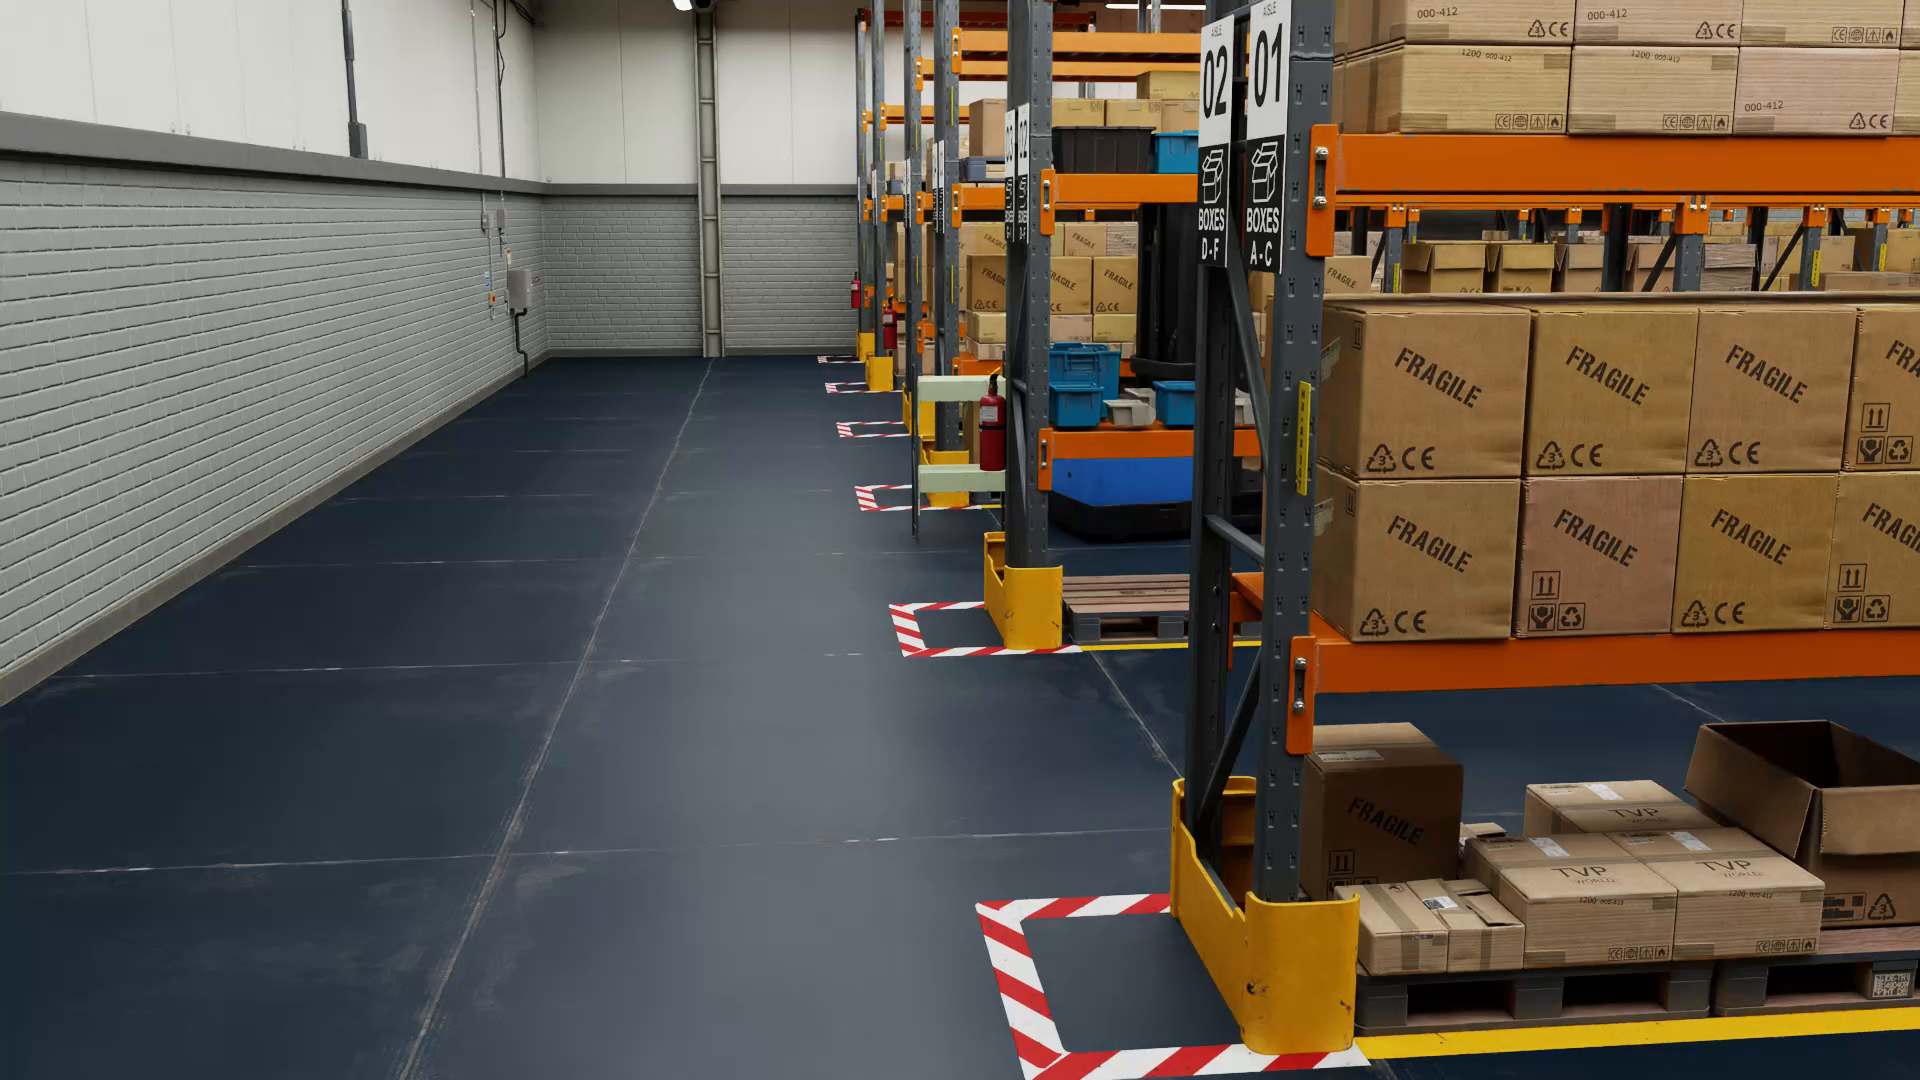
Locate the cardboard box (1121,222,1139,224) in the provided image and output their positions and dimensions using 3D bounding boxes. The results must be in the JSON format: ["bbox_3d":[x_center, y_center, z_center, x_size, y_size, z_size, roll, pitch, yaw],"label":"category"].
[{"bbox_3d":[2.511,-4.651,24.715,0.250,0.149,0.380,-1,11,-7],"label":"cardboard box"}]

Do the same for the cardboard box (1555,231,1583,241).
[{"bbox_3d":[9.347,-4.666,25.526,0.250,0.149,0.380,-2,11,-9],"label":"cardboard box"}]

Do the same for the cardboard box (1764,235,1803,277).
[{"bbox_3d":[10.367,-3.597,21.035,0.500,0.500,0.700,-1,11,-7],"label":"cardboard box"}]

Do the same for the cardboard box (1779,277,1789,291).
[{"bbox_3d":[10.379,-3.056,20.877,0.500,0.500,0.500,-1,11,-7],"label":"cardboard box"}]

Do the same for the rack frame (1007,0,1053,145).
[{"bbox_3d":[0.411,-3.870,9.725,0.127,3.000,1.000,-1,11,-6],"label":"rack frame"}]

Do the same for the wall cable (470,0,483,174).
[{"bbox_3d":[-6.819,-6.548,23.346,0.029,3.000,0.463,-1,11,-6],"label":"wall cable"}]

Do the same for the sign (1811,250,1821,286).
[{"bbox_3d":[7.893,-2.505,15.331,0.005,0.325,0.100,-1,11,-6],"label":"sign"}]

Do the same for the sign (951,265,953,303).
[{"bbox_3d":[-0.070,-2.233,14.502,0.005,0.325,0.100,-1,11,-6],"label":"sign"}]

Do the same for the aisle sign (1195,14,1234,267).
[{"bbox_3d":[0.841,-1.309,5.513,0.004,0.787,0.394,-1,11,-6],"label":"aisle sign"}]

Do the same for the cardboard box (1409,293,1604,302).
[{"bbox_3d":[1.857,-0.589,5.735,0.500,0.500,0.500,-1,11,-5],"label":"cardboard box"}]

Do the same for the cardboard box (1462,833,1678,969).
[{"bbox_3d":[2.010,1.190,5.528,0.500,0.250,0.500,-1,11,-6],"label":"cardboard box"}]

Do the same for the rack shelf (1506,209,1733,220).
[{"bbox_3d":[12.184,-6.139,30.908,4.000,0.370,1.077,-1,11,-6],"label":"rack shelf"}]

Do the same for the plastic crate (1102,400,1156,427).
[{"bbox_3d":[1.020,-0.759,9.982,0.298,0.136,0.250,-1,11,-6],"label":"plastic crate"}]

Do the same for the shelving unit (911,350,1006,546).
[{"bbox_3d":[0.007,-0.736,13.224,0.755,1.500,0.431,-1,11,-6],"label":"shelving unit"}]

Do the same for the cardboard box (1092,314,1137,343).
[{"bbox_3d":[1.398,-1.929,15.020,0.500,0.250,0.500,-2,11,-8],"label":"cardboard box"}]

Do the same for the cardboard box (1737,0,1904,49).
[{"bbox_3d":[2.475,-1.601,5.055,0.500,0.250,0.500,-1,11,-6],"label":"cardboard box"}]

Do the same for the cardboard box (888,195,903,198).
[{"bbox_3d":[-1.134,-6.050,29.239,0.250,0.149,0.380,-1,11,-5],"label":"cardboard box"}]

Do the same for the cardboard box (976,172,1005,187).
[{"bbox_3d":[0.439,-4.198,19.560,0.500,0.250,0.500,-1,11,-4],"label":"cardboard box"}]

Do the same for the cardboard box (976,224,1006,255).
[{"bbox_3d":[0.417,-3.485,19.698,0.500,0.500,0.500,-1,11,-4],"label":"cardboard box"}]

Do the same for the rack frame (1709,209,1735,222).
[{"bbox_3d":[14.173,-5.062,31.340,0.127,3.000,1.000,-1,11,-6],"label":"rack frame"}]

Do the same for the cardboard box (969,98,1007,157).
[{"bbox_3d":[0.387,-3.673,14.894,0.500,0.500,0.700,-2,11,-10],"label":"cardboard box"}]

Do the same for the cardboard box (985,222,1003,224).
[{"bbox_3d":[0.480,-4.613,24.525,0.250,0.149,0.380,-1,11,-6],"label":"cardboard box"}]

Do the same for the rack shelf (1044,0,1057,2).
[{"bbox_3d":[2.399,-3.362,10.045,4.000,0.370,1.077,-1,11,-6],"label":"rack shelf"}]

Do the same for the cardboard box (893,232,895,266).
[{"bbox_3d":[-0.741,-4.372,24.980,0.500,0.500,0.500,-1,11,-4],"label":"cardboard box"}]

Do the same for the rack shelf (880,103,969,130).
[{"bbox_3d":[0.794,-6.213,24.544,4.000,0.370,1.077,-1,11,-6],"label":"rack shelf"}]

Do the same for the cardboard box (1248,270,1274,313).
[{"bbox_3d":[2.926,-2.329,15.114,0.500,0.500,0.500,-1,11,-5],"label":"cardboard box"}]

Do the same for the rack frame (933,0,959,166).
[{"bbox_3d":[-0.124,-4.820,14.557,0.127,3.000,1.000,-1,11,-6],"label":"rack frame"}]

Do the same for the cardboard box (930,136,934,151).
[{"bbox_3d":[-0.212,-4.632,19.435,0.250,0.149,0.380,-1,11,-7],"label":"cardboard box"}]

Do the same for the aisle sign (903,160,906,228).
[{"bbox_3d":[-0.664,-4.161,20.019,0.004,0.787,0.394,-1,11,-6],"label":"aisle sign"}]

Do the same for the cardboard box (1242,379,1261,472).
[{"bbox_3d":[2.293,-1.106,15.637,0.875,0.875,0.875,-1,11,-6],"label":"cardboard box"}]

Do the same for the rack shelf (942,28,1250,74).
[{"bbox_3d":[1.864,-4.312,14.877,4.000,0.370,1.077,-1,11,-6],"label":"rack shelf"}]

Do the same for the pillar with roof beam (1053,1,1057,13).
[{"bbox_3d":[1.918,-7.088,26.095,0.548,9.000,9.100,-1,11,-6],"label":"pillar with roof beam"}]

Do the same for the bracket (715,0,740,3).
[{"bbox_3d":[-4.061,-9.496,29.009,0.430,0.232,0.235,-1,11,-6],"label":"bracket"}]

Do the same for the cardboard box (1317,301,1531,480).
[{"bbox_3d":[1.412,-0.475,5.156,0.500,0.500,0.500,-1,11,-4],"label":"cardboard box"}]

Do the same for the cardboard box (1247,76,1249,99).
[{"bbox_3d":[2.917,-4.085,15.045,0.500,0.250,0.500,-2,11,-10],"label":"cardboard box"}]

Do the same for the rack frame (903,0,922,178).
[{"bbox_3d":[-0.559,-5.773,19.406,0.127,3.000,1.000,-1,11,-6],"label":"rack frame"}]

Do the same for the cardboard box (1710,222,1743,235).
[{"bbox_3d":[11.707,-4.686,25.807,0.500,0.500,0.700,-1,11,-6],"label":"cardboard box"}]

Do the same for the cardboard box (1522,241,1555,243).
[{"bbox_3d":[8.774,-4.343,25.564,0.500,0.500,0.500,-2,11,-8],"label":"cardboard box"}]

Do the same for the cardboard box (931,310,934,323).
[{"bbox_3d":[-0.202,-2.650,19.723,0.250,0.149,0.380,-1,11,-7],"label":"cardboard box"}]

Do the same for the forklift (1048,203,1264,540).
[{"bbox_3d":[2.284,-1.589,13.853,3.031,2.935,1.130,-4,12,-20],"label":"forklift"}]

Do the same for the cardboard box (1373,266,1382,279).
[{"bbox_3d":[4.893,-3.230,20.040,0.250,0.149,0.380,-1,11,-7],"label":"cardboard box"}]

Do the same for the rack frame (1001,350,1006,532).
[{"bbox_3d":[0.371,-0.744,13.263,0.023,1.500,0.400,-1,11,-6],"label":"rack frame"}]

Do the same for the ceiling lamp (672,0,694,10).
[{"bbox_3d":[-4.147,-10.034,25.947,0.800,3.185,2.000,-1,11,-6],"label":"ceiling lamp"}]

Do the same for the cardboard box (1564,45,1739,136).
[{"bbox_3d":[1.979,-1.344,5.044,0.500,0.250,0.500,-1,11,-6],"label":"cardboard box"}]

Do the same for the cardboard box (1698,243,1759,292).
[{"bbox_3d":[7.101,-2.572,15.815,0.637,0.503,0.797,-1,11,-4],"label":"cardboard box"}]

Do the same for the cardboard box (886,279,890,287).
[{"bbox_3d":[-1.377,-4.559,29.436,0.250,0.149,0.380,-1,11,-7],"label":"cardboard box"}]

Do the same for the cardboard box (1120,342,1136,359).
[{"bbox_3d":[1.543,-1.724,15.014,0.250,0.149,0.380,-1,11,-7],"label":"cardboard box"}]

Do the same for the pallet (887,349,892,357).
[{"bbox_3d":[-0.866,-3.378,30.007,1.213,0.211,1.003,-1,11,-6],"label":"pallet"}]

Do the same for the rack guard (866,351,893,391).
[{"bbox_3d":[-1.218,-2.550,25.041,0.348,0.500,1.175,-1,11,-6],"label":"rack guard"}]

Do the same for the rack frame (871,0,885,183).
[{"bbox_3d":[-1.194,-6.720,24.224,0.127,3.000,1.000,-1,11,-6],"label":"rack frame"}]
